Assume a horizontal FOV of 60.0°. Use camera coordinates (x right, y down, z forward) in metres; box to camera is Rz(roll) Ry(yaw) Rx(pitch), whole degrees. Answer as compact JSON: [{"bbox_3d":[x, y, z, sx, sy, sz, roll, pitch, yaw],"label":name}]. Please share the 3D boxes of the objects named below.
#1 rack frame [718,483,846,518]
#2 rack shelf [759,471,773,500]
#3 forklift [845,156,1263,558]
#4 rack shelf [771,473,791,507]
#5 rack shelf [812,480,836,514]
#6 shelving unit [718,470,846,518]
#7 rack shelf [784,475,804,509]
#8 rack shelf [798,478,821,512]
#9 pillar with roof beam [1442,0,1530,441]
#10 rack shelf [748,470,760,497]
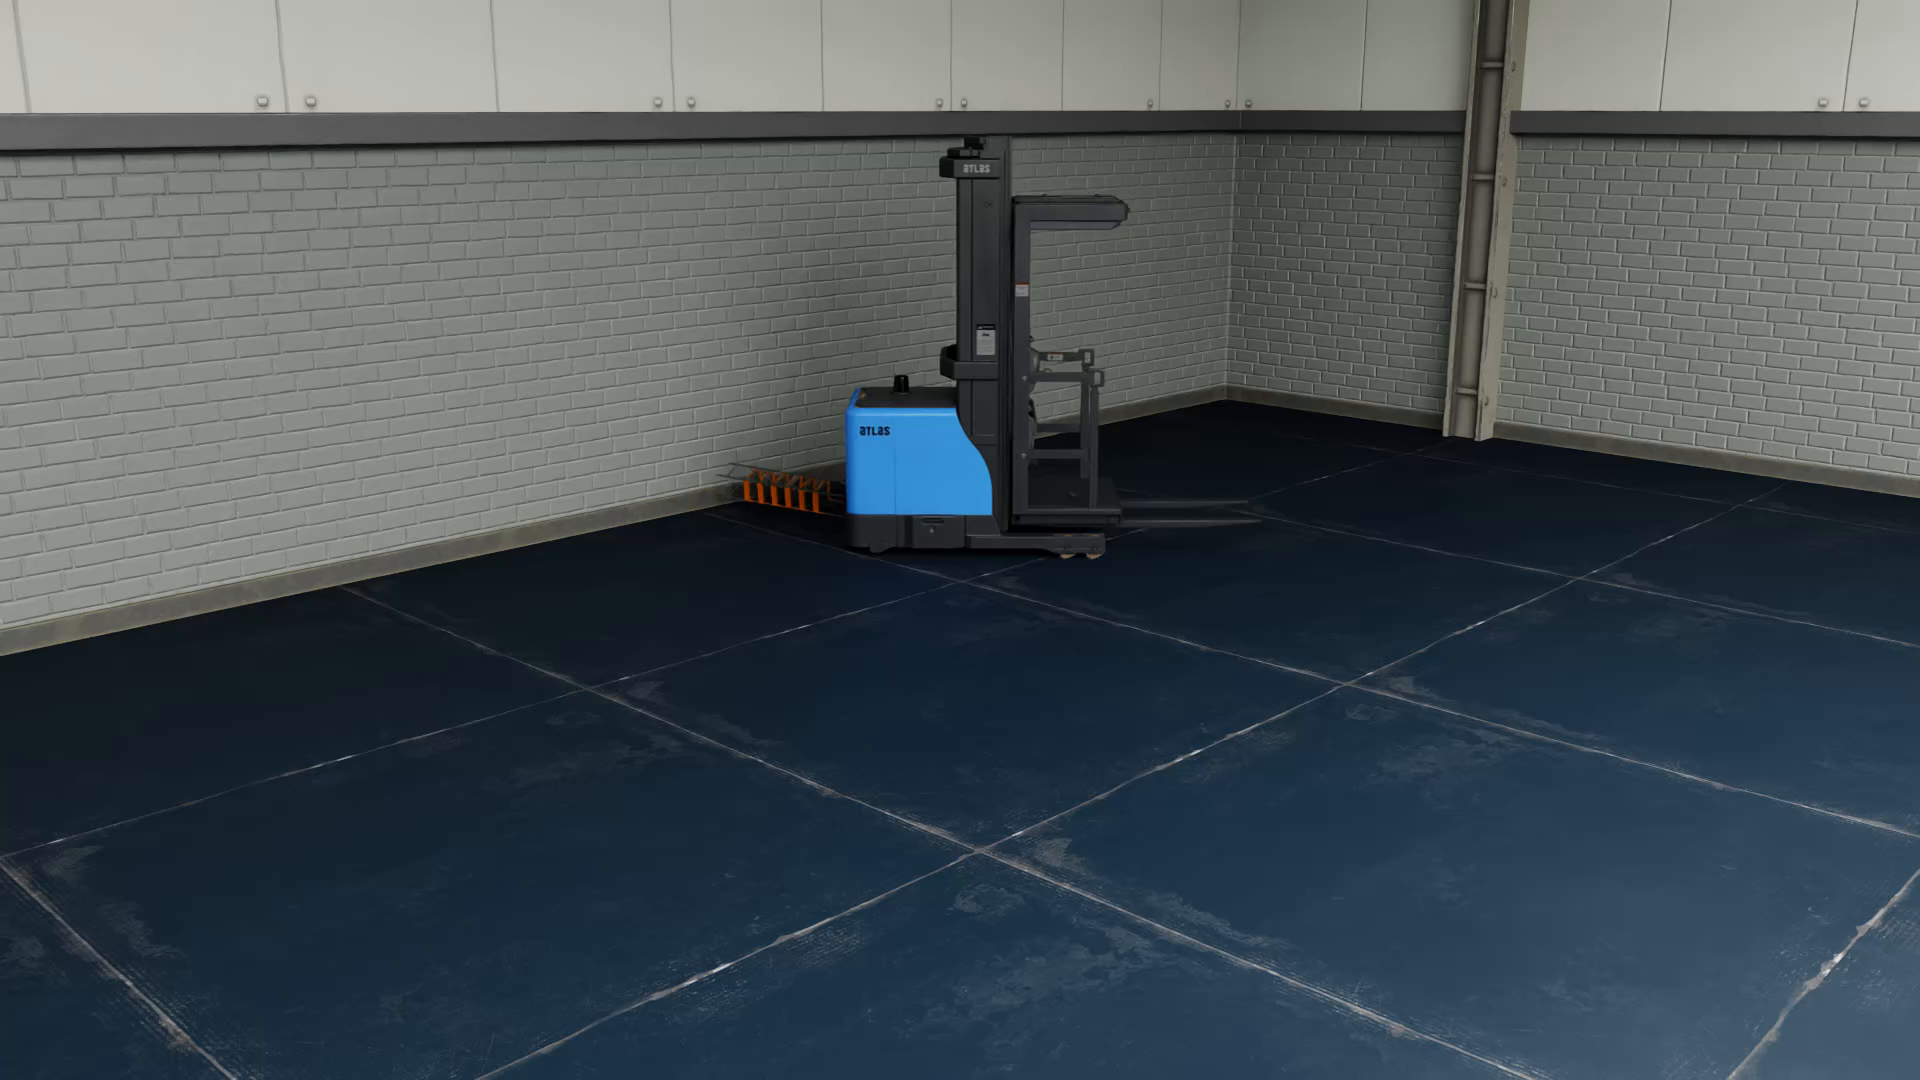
[{"bbox_3d":[-1.342,-0.314,13.293,1.200,0.006,0.240,10,31,17],"label":"rack frame"},{"bbox_3d":[-1.552,-0.430,13.314,0.034,0.171,0.221,10,31,17],"label":"rack shelf"},{"bbox_3d":[0.686,-1.361,12.107,3.031,2.797,1.129,0,15,0],"label":"forklift"},{"bbox_3d":[-1.414,-0.406,13.271,0.103,0.180,0.258,10,31,17],"label":"rack shelf"},{"bbox_3d":[-1.075,-0.348,13.165,0.103,0.180,0.258,10,31,17],"label":"rack shelf"},{"bbox_3d":[-1.343,-0.392,13.249,1.200,0.184,0.258,10,31,17],"label":"shelving unit"},{"bbox_3d":[-1.301,-0.386,13.235,0.103,0.180,0.258,10,31,17],"label":"rack shelf"},{"bbox_3d":[-1.188,-0.367,13.200,0.103,0.180,0.258,10,31,17],"label":"rack shelf"},{"bbox_3d":[2.004,-4.593,12.211,0.400,9.000,9.100,14,20,42],"label":"pillar with roof beam"},{"bbox_3d":[-1.659,-0.448,13.347,0.020,0.166,0.199,10,31,17],"label":"rack shelf"}]
